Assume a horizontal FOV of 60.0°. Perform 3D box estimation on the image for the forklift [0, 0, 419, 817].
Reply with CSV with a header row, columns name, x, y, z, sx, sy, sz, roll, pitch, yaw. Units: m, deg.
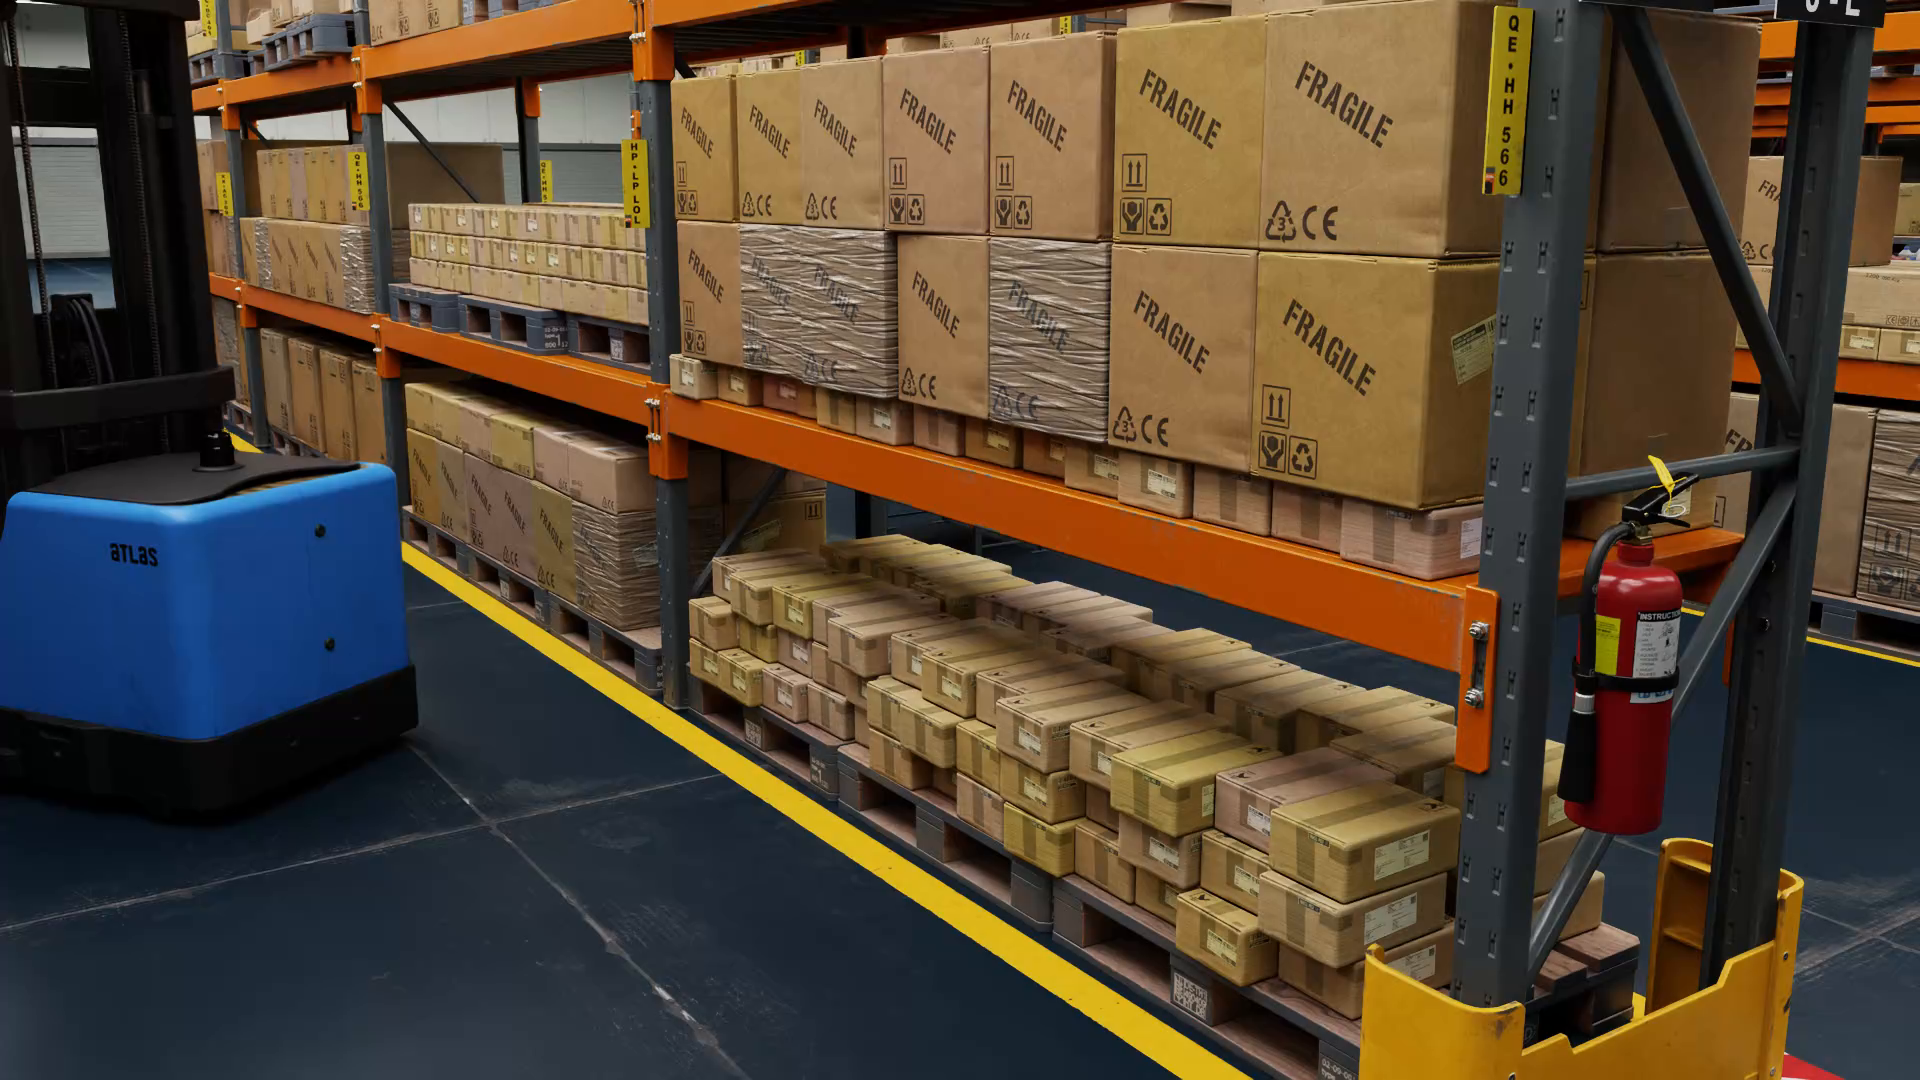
name,x,y,z,sx,sy,sz,roll,pitch,yaw
forklift,-3.619,-0.698,6.195,3.031,2.935,1.130,5,13,23

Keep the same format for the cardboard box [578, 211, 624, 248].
name,x,y,z,sx,sy,sz,roll,pitch,yaw
cardboard box,-1.435,-1.355,7.250,0.380,0.149,0.250,-9,15,-35

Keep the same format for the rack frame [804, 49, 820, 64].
name,x,y,z,sx,sy,sz,roll,pitch,yaw
rack frame,-1.007,-5.763,15.149,1.000,3.000,0.127,-8,15,-33

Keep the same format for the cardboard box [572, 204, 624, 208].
name,x,y,z,sx,sy,sz,roll,pitch,yaw
cardboard box,-1.889,-1.753,9.069,0.380,0.149,0.250,-8,14,-31

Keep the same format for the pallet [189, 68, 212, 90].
name,x,y,z,sx,sy,sz,roll,pitch,yaw
pallet,-6.308,-4.048,14.539,1.003,0.211,1.213,-8,15,-33

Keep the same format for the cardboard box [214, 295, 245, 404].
name,x,y,z,sx,sy,sz,roll,pitch,yaw
cardboard box,-5.985,-1.710,14.650,0.875,0.875,0.875,-8,15,-32

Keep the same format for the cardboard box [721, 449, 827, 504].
name,x,y,z,sx,sy,sz,roll,pitch,yaw
cardboard box,-0.949,-0.353,7.568,0.500,0.250,0.500,-9,15,-35

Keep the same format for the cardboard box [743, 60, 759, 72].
name,x,y,z,sx,sy,sz,roll,pitch,yaw
cardboard box,-1.885,-4.581,16.185,0.380,0.149,0.250,-9,15,-34

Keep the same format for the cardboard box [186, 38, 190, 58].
name,x,y,z,sx,sy,sz,roll,pitch,yaw
cardboard box,-6.223,-4.067,13.787,0.380,0.149,0.250,-8,15,-32

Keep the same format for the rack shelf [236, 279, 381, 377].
name,x,y,z,sx,sy,sz,roll,pitch,yaw
rack shelf,-4.084,-1.556,11.638,1.077,0.370,4.000,-8,15,-33

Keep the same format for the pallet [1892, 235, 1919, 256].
name,x,y,z,sx,sy,sz,roll,pitch,yaw
pallet,9.892,-3.086,17.403,1.213,0.211,1.003,-8,15,-33

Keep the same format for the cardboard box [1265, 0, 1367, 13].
name,x,y,z,sx,sy,sz,roll,pitch,yaw
cardboard box,2.359,-3.481,10.511,0.797,0.503,0.637,-8,15,-34

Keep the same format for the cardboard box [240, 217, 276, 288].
name,x,y,z,sx,sy,sz,roll,pitch,yaw
cardboard box,-5.124,-2.186,12.604,0.500,0.500,0.500,-8,15,-32

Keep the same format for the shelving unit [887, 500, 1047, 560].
name,x,y,z,sx,sy,sz,roll,pitch,yaw
shelving unit,0.004,-0.548,9.736,0.538,1.125,1.048,-8,15,-33

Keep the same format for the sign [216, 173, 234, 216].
name,x,y,z,sx,sy,sz,roll,pitch,yaw
sign,-5.653,-2.658,12.785,0.100,0.325,0.005,-8,15,-33

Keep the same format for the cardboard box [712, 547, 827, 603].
name,x,y,z,sx,sy,sz,roll,pitch,yaw
cardboard box,-0.741,0.143,6.485,0.380,0.149,0.250,-7,14,-30

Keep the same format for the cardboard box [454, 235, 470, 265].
name,x,y,z,sx,sy,sz,roll,pitch,yaw
cardboard box,-2.432,-1.529,8.743,0.380,0.149,0.250,-8,15,-33

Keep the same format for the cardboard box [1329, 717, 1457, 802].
name,x,y,z,sx,sy,sz,roll,pitch,yaw
cardboard box,1.196,0.600,4.394,0.380,0.149,0.250,-8,15,-32

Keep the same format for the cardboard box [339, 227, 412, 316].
name,x,y,z,sx,sy,sz,roll,pitch,yaw
cardboard box,-3.449,-1.649,10.145,0.500,0.500,0.500,-8,15,-33

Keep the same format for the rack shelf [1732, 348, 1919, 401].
name,x,y,z,sx,sy,sz,roll,pitch,yaw
rack shelf,4.534,-0.702,7.734,1.077,0.370,4.000,-8,15,-33

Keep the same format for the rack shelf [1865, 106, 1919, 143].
name,x,y,z,sx,sy,sz,roll,pitch,yaw
rack shelf,10.567,-4.051,16.026,1.077,0.370,4.000,-8,15,-33

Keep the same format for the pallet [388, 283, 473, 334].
name,x,y,z,sx,sy,sz,roll,pitch,yaw
pallet,-2.492,-1.344,9.433,1.213,0.211,1.003,-8,15,-33

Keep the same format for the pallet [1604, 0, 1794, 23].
name,x,y,z,sx,sy,sz,roll,pitch,yaw
pallet,3.870,-2.684,8.302,1.003,0.211,1.213,-8,15,-33

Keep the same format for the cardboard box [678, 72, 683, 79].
name,x,y,z,sx,sy,sz,roll,pitch,yaw
cardboard box,-2.734,-4.865,17.485,0.380,0.149,0.250,-8,15,-33

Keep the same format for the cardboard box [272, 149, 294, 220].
name,x,y,z,sx,sy,sz,roll,pitch,yaw
cardboard box,-4.625,-2.621,12.252,0.700,0.500,0.500,-8,15,-34

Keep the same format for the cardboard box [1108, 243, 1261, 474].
name,x,y,z,sx,sy,sz,roll,pitch,yaw
cardboard box,0.713,-0.464,4.034,0.500,0.500,0.500,-8,15,-34

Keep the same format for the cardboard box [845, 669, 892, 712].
name,x,y,z,sx,sy,sz,roll,pitch,yaw
cardboard box,-0.165,0.478,5.648,0.380,0.149,0.250,-7,14,-30

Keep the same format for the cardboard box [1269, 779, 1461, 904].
name,x,y,z,sx,sy,sz,roll,pitch,yaw
cardboard box,0.953,0.704,3.918,0.380,0.149,0.250,-8,15,-32

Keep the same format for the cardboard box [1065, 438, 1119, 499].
name,x,y,z,sx,sy,sz,roll,pitch,yaw
cardboard box,0.501,-0.215,4.411,0.380,0.149,0.250,-9,15,-35

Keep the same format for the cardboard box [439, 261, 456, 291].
name,x,y,z,sx,sy,sz,roll,pitch,yaw
cardboard box,-2.597,-1.435,9.006,0.380,0.149,0.250,-7,14,-30

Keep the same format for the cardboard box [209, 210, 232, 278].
name,x,y,z,sx,sy,sz,roll,pitch,yaw
cardboard box,-5.730,-2.495,13.900,0.875,0.550,0.550,-8,15,-33

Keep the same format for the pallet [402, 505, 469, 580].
name,x,y,z,sx,sy,sz,roll,pitch,yaw
pallet,-2.544,-0.050,9.596,1.003,0.211,1.213,-8,15,-33

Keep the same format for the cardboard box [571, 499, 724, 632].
name,x,y,z,sx,sy,sz,roll,pitch,yaw
cardboard box,-1.379,0.074,7.369,0.500,0.500,0.500,-8,15,-34

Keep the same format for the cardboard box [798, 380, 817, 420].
name,x,y,z,sx,sy,sz,roll,pitch,yaw
cardboard box,-0.333,-0.501,5.718,0.380,0.149,0.250,-9,15,-35

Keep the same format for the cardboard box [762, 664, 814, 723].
name,x,y,z,sx,sy,sz,roll,pitch,yaw
cardboard box,-0.497,0.536,6.081,0.380,0.149,0.250,-8,15,-33

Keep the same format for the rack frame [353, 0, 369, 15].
name,x,y,z,sx,sy,sz,roll,pitch,yaw
rack frame,-2.976,-4.482,9.294,1.000,3.000,0.127,-8,15,-33

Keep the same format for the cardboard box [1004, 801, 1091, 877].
name,x,y,z,sx,sy,sz,roll,pitch,yaw
cardboard box,0.349,0.819,4.786,0.380,0.149,0.250,-9,15,-35

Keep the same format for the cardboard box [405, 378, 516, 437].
name,x,y,z,sx,sy,sz,roll,pitch,yaw
cardboard box,-2.795,-0.750,9.385,0.500,0.250,0.500,-9,15,-35

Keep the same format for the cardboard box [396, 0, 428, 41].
name,x,y,z,sx,sy,sz,roll,pitch,yaw
cardboard box,-2.598,-2.844,8.592,0.500,0.500,0.500,-8,15,-33

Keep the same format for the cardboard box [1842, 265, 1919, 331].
name,x,y,z,sx,sy,sz,roll,pitch,yaw
cardboard box,4.298,-1.097,7.514,0.500,0.250,0.500,-8,15,-33

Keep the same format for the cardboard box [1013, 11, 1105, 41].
name,x,y,z,sx,sy,sz,roll,pitch,yaw
cardboard box,0.737,-3.934,12.405,0.500,0.500,0.500,-8,14,-31

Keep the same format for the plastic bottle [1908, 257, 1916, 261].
name,x,y,z,sx,sy,sz,roll,pitch,yaw
plastic bottle,7.313,-2.073,12.784,0.097,0.201,0.097,0,12,0

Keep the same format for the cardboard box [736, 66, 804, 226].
name,x,y,z,sx,sy,sz,roll,pitch,yaw
cardboard box,-0.412,-1.323,5.620,0.500,0.500,0.500,-9,15,-34

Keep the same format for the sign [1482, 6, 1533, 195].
name,x,y,z,sx,sy,sz,roll,pitch,yaw
sign,0.984,-0.786,2.987,0.100,0.325,0.005,-8,15,-33

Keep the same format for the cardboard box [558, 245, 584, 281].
name,x,y,z,sx,sy,sz,roll,pitch,yaw
cardboard box,-1.581,-1.254,7.485,0.380,0.149,0.250,-9,15,-35

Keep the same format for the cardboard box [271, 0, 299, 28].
name,x,y,z,sx,sy,sz,roll,pitch,yaw
cardboard box,-4.172,-3.596,10.810,0.500,0.500,0.500,-8,15,-33

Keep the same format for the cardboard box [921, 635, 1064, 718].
name,x,y,z,sx,sy,sz,roll,pitch,yaw
cardboard box,0.104,0.424,5.201,0.380,0.149,0.250,-8,15,-32

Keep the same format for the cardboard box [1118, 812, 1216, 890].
name,x,y,z,sx,sy,sz,roll,pitch,yaw
cardboard box,0.637,0.761,4.353,0.380,0.149,0.250,-9,15,-35

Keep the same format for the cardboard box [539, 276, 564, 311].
name,x,y,z,sx,sy,sz,roll,pitch,yaw
cardboard box,-1.723,-1.154,7.721,0.380,0.149,0.250,-9,15,-35

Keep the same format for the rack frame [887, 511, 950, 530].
name,x,y,z,sx,sy,sz,roll,pitch,yaw
rack frame,-0.278,-0.639,10.150,0.500,1.125,0.032,-8,15,-33

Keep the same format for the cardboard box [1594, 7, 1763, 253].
name,x,y,z,sx,sy,sz,roll,pitch,yaw
cardboard box,1.429,-0.922,3.788,0.500,0.500,0.500,-8,15,-33

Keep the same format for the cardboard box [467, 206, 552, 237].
name,x,y,z,sx,sy,sz,roll,pitch,yaw
cardboard box,-2.300,-1.633,8.519,0.380,0.149,0.250,-7,14,-30

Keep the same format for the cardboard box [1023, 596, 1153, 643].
name,x,y,z,sx,sy,sz,roll,pitch,yaw
cardboard box,0.438,0.313,5.708,0.380,0.149,0.250,-9,15,-35
